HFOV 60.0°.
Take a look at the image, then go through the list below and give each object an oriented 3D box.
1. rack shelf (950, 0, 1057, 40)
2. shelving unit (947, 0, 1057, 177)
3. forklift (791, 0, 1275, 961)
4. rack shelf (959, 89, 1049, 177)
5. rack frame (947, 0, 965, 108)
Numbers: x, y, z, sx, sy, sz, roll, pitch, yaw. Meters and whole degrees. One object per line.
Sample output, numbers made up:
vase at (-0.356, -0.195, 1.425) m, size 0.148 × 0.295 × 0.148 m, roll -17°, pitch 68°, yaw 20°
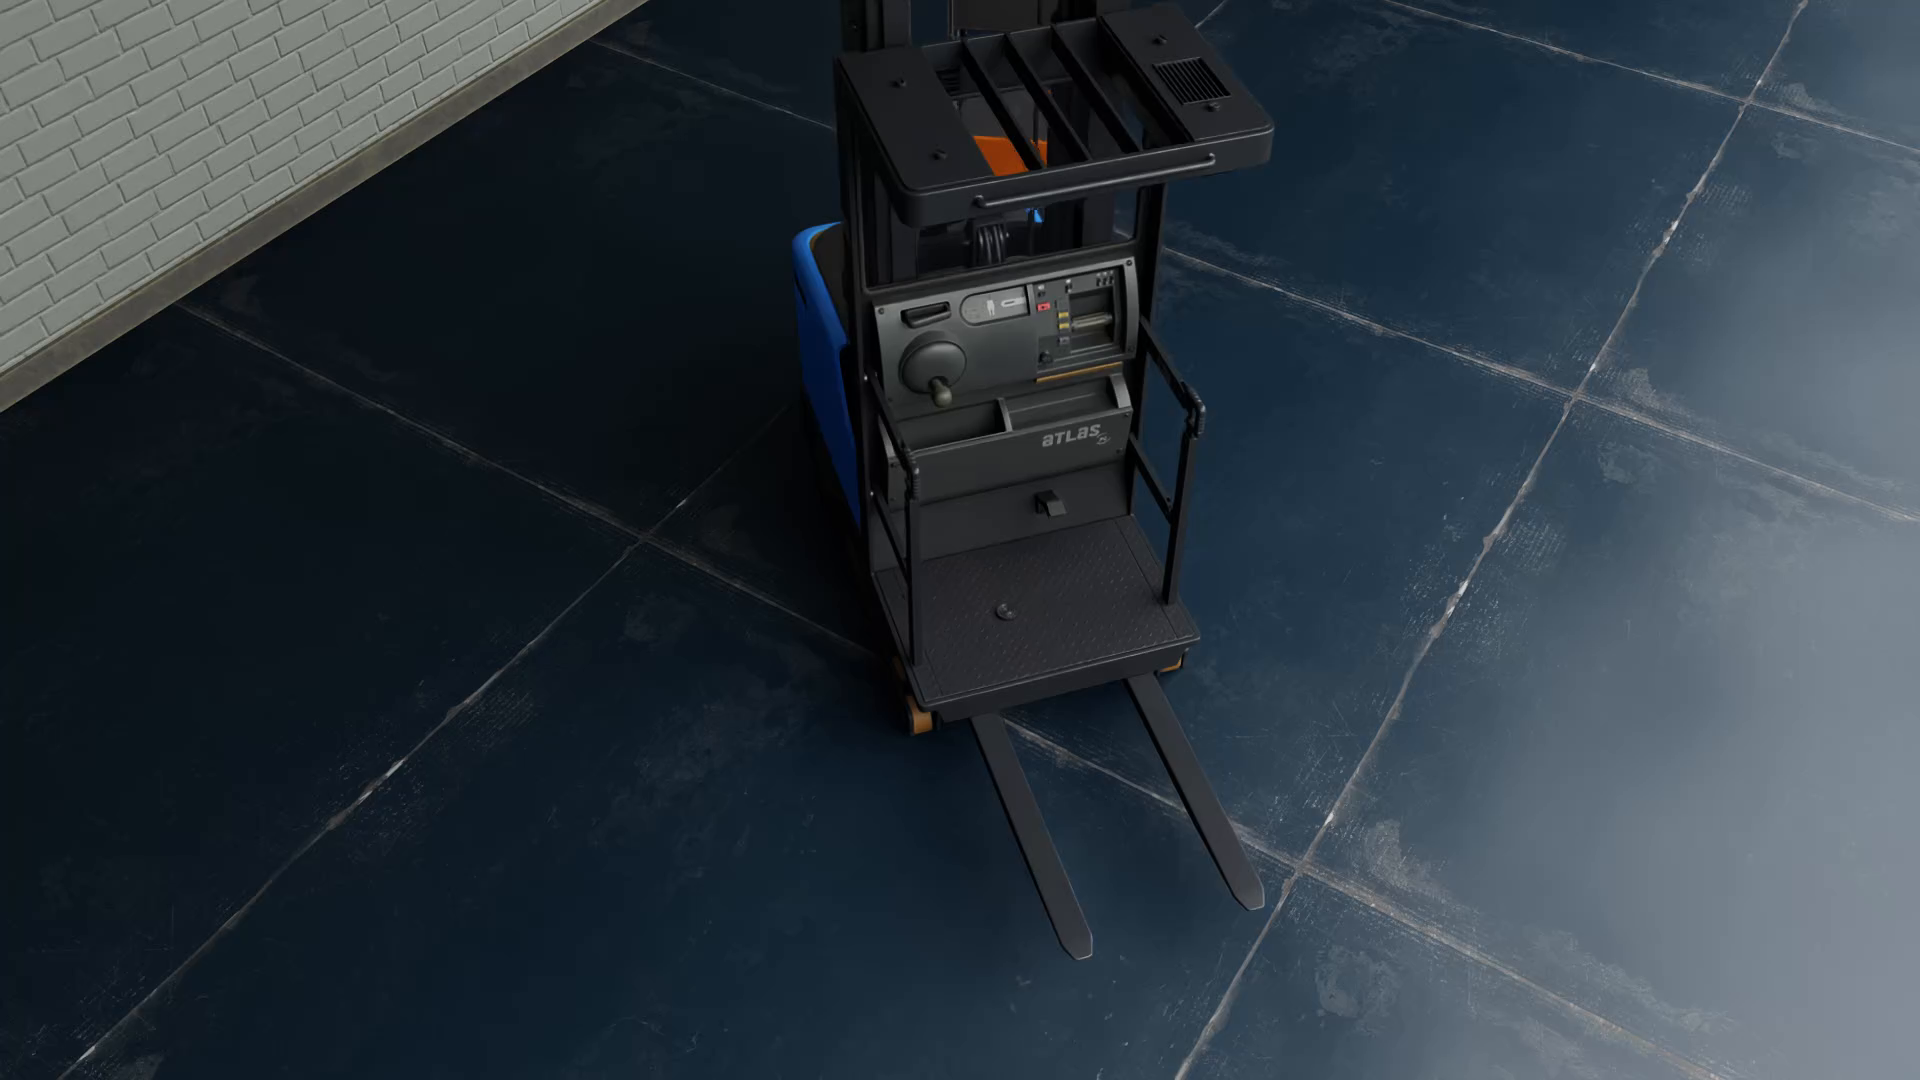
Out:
rack shelf at (0.227, -2.113, 6.604) m, size 0.480 × 0.518 × 0.431 m, roll 6°, pitch 46°, yaw 6°
shelving unit at (0.227, -1.635, 7.096) m, size 0.503 × 2.100 × 0.431 m, roll 6°, pitch 46°, yaw 6°
forklift at (0.233, -0.620, 5.531) m, size 1.130 × 2.935 × 3.031 m, roll -13°, pitch 47°, yaw -12°
rack shelf at (0.227, -1.625, 7.106) m, size 0.480 × 0.518 × 0.431 m, roll 6°, pitch 46°, yaw 6°
rack frame at (-0.014, -1.659, 7.120) m, size 0.015 × 2.100 × 0.400 m, roll 6°, pitch 46°, yaw 6°
